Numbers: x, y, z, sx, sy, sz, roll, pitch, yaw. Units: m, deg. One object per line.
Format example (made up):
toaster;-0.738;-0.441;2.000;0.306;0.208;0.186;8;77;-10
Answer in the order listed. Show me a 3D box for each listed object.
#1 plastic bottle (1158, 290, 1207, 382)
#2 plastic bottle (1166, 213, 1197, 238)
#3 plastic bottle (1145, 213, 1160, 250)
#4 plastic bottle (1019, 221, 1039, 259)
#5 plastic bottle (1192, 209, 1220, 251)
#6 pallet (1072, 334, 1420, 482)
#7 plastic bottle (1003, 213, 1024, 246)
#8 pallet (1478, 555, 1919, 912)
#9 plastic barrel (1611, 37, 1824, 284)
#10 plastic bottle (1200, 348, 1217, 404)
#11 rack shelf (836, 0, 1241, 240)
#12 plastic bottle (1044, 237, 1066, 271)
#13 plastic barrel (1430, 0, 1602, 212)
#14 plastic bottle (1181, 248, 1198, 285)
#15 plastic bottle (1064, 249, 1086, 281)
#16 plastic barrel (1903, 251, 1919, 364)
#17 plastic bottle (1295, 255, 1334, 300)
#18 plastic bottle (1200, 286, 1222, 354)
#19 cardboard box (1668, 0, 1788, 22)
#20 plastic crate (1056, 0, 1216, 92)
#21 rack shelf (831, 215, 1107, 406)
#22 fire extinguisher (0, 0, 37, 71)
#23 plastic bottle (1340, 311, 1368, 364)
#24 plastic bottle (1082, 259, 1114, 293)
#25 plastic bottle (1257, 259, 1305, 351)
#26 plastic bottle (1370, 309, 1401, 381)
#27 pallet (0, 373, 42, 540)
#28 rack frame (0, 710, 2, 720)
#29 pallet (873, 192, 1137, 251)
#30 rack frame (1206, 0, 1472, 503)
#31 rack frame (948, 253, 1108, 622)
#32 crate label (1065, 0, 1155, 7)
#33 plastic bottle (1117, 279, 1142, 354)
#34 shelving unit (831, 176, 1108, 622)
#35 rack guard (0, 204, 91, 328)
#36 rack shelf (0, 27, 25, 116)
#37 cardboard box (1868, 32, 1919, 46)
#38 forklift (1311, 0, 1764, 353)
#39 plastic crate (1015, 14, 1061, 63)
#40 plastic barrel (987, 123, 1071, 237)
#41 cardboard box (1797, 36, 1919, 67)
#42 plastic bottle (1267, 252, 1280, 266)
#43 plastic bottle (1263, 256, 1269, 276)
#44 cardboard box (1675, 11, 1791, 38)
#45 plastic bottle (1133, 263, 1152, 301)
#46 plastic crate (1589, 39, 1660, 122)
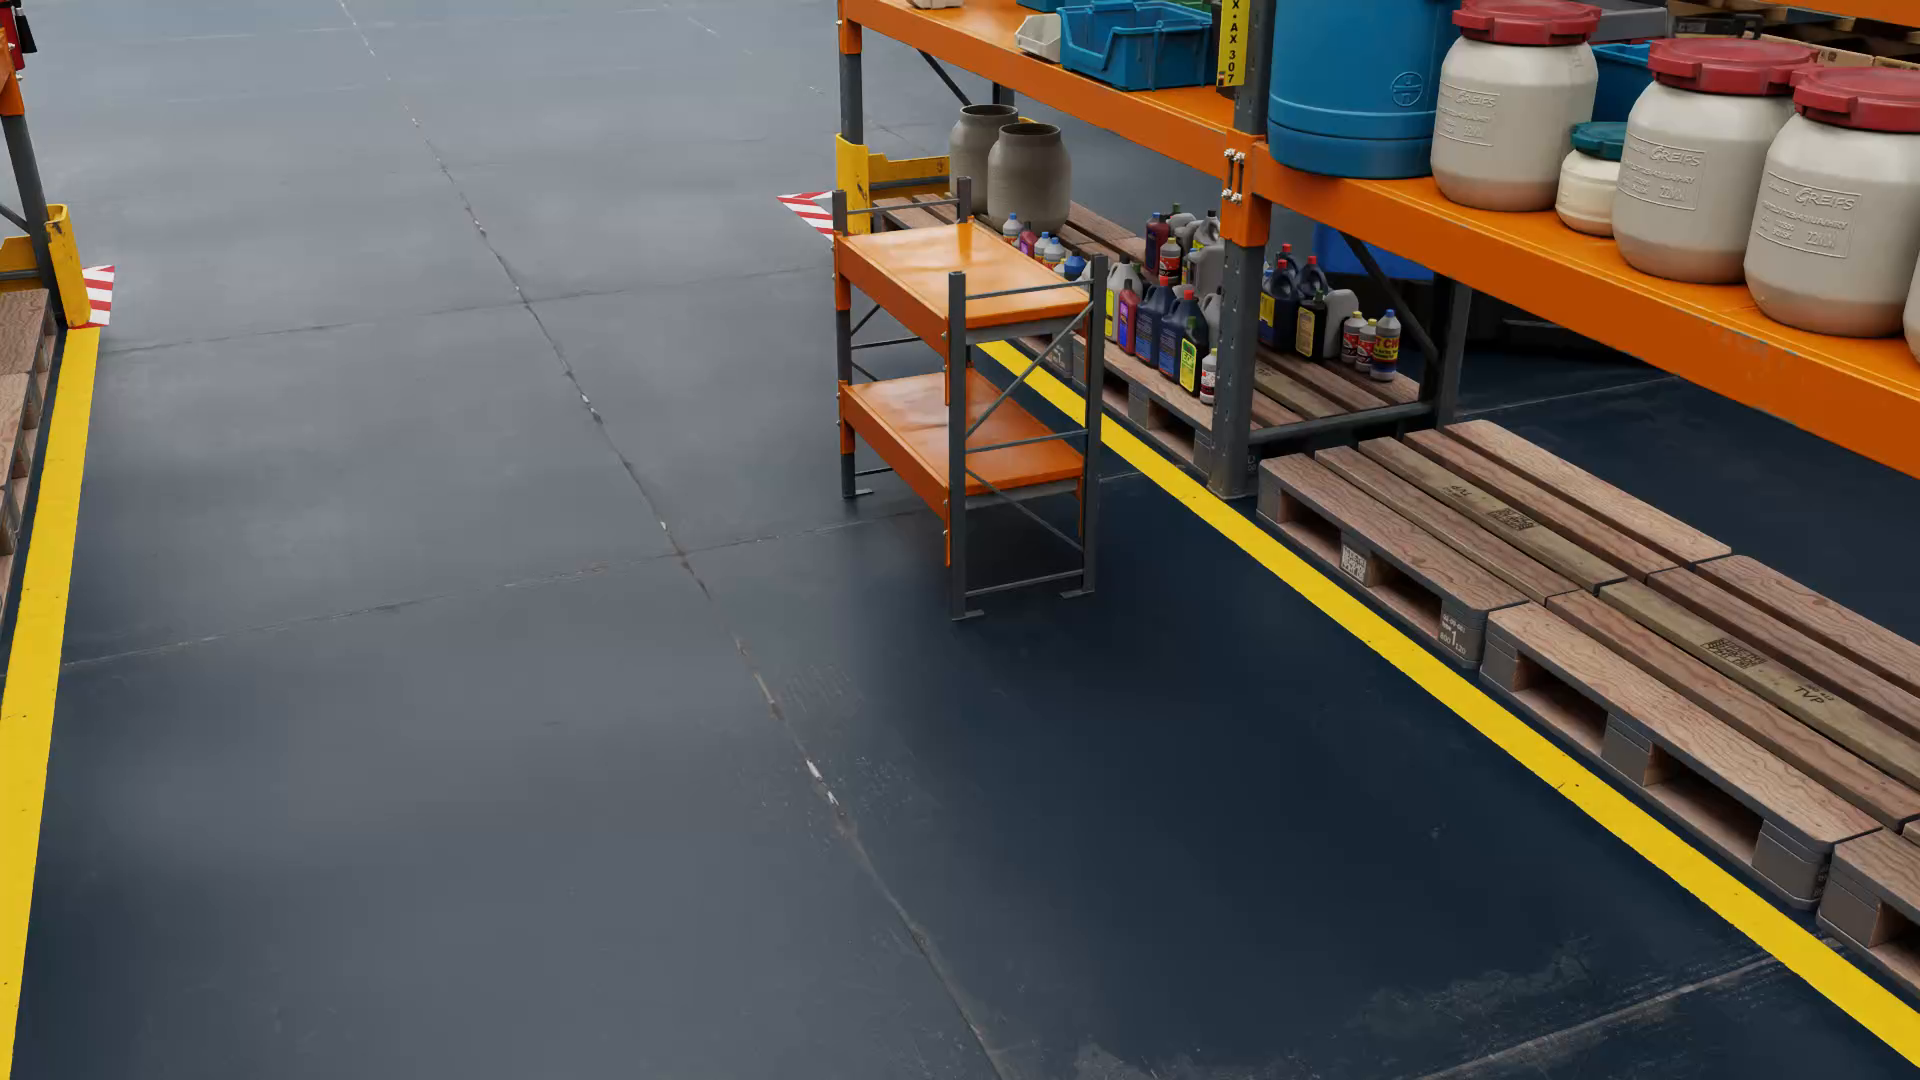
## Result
plastic bottle;0.874;-0.811;6.509;0.144;0.351;0.185;-11;28;-22
plastic bottle;1.021;-1.409;7.820;0.152;0.276;0.135;-10;28;-20
plastic bottle;0.948;-1.482;8.054;0.097;0.201;0.097;0;26;0
plastic bottle;0.320;-1.305;7.598;0.061;0.283;0.133;-10;28;-20
plastic bottle;1.144;-1.320;7.553;0.144;0.351;0.185;-9;28;-18
pallet;1.167;-0.618;6.775;1.003;0.211;1.213;-11;28;-21
plastic bottle;0.249;-1.394;7.794;0.097;0.271;0.097;0;26;0
pallet;2.217;0.464;4.560;1.003;0.211;1.213;-11;28;-21
plastic barrel;1.852;-0.934;4.089;0.433;0.535;0.433;0;26;0
plastic bottle;0.963;-0.626;6.301;0.097;0.201;0.097;0;26;0
rack shelf;0.609;-2.077;7.405;1.077;0.370;4.000;-11;28;-21
plastic bottle;0.422;-1.215;7.428;0.097;0.271;0.097;0;26;0
plastic barrel;1.565;-1.230;4.696;0.433;0.535;0.433;0;26;0
plastic bottle;1.050;-1.215;7.507;0.097;0.201;0.097;0;26;0
plastic bottle;0.501;-1.133;7.261;0.097;0.271;0.097;0;26;0
plastic barrel;2.194;-0.577;3.385;0.421;0.512;0.421;0;26;0
plastic bottle;1.457;-0.997;6.892;0.144;0.351;0.185;-10;28;-19
plastic bottle;1.007;-0.835;6.560;0.144;0.351;0.185;-11;28;-21
cardboard box;4.868;-3.182;10.649;0.500;0.500;0.500;-11;28;-21
plastic crate;0.709;-1.926;6.446;0.499;0.251;0.616;-11;28;-21
rack shelf;0.003;-0.766;5.369;0.538;0.278;1.000;-11;28;-21
fire extinguisher;-4.353;-2.447;7.432;0.296;0.674;0.183;-11;28;-21
plastic bottle;1.591;-0.819;6.697;0.097;0.201;0.097;0;26;0
plastic bottle;0.613;-1.051;7.087;0.152;0.276;0.135;-10;28;-20
plastic bottle;1.325;-0.973;6.841;0.144;0.351;0.185;-11;28;-21
plastic bottle;1.670;-0.769;6.513;0.097;0.271;0.097;0;26;0
pallet;-3.943;-0.247;6.016;1.003;0.211;1.213;-11;28;-21
rack frame;-3.166;-0.742;3.851;1.000;3.000;0.127;-11;28;-21
pallet;0.212;-1.603;8.793;1.003;0.211;1.213;-11;28;-21
rack frame;1.392;-1.593;5.594;1.000;3.000;0.127;-11;28;-21
rack frame;0.202;-0.298;5.077;0.500;1.125;0.032;-11;28;-21
crate label;0.795;-2.527;7.467;0.502;0.435;0.616;-11;28;-21
plastic bottle;0.697;-0.917;6.803;0.061;0.283;0.133;-9;27;-17
shelving unit;0.003;-0.503;5.498;0.538;1.125;1.048;-11;28;-21
rack guard;-4.702;-1.203;7.644;1.175;0.500;0.348;-11;28;-21
rack shelf;-3.949;-1.226;5.662;1.077;0.370;4.000;-11;28;-21
cardboard box;5.468;-2.579;9.413;0.500;0.500;0.500;-11;28;-21
forklift;3.166;-2.288;7.095;3.031;2.935;1.130;7;27;15
plastic crate;0.523;-2.086;6.905;0.530;0.136;0.437;-11;28;-21
plastic barrel;0.350;-1.824;8.423;0.421;0.512;0.421;0;26;0
cardboard box;4.975;-2.487;9.225;0.500;0.500;0.500;-11;28;-21
plastic bottle;1.357;-1.117;7.214;0.061;0.283;0.133;-9;28;-18
plastic bottle;1.292;-1.091;7.174;0.097;0.271;0.097;0;26;0
cardboard box;4.587;-2.891;10.053;0.500;0.500;0.500;-11;28;-21
plastic bottle;0.757;-1.016;7.007;0.061;0.283;0.133;-11;28;-21
plastic crate;2.110;-1.194;4.795;0.392;0.384;0.575;-11;28;-21
